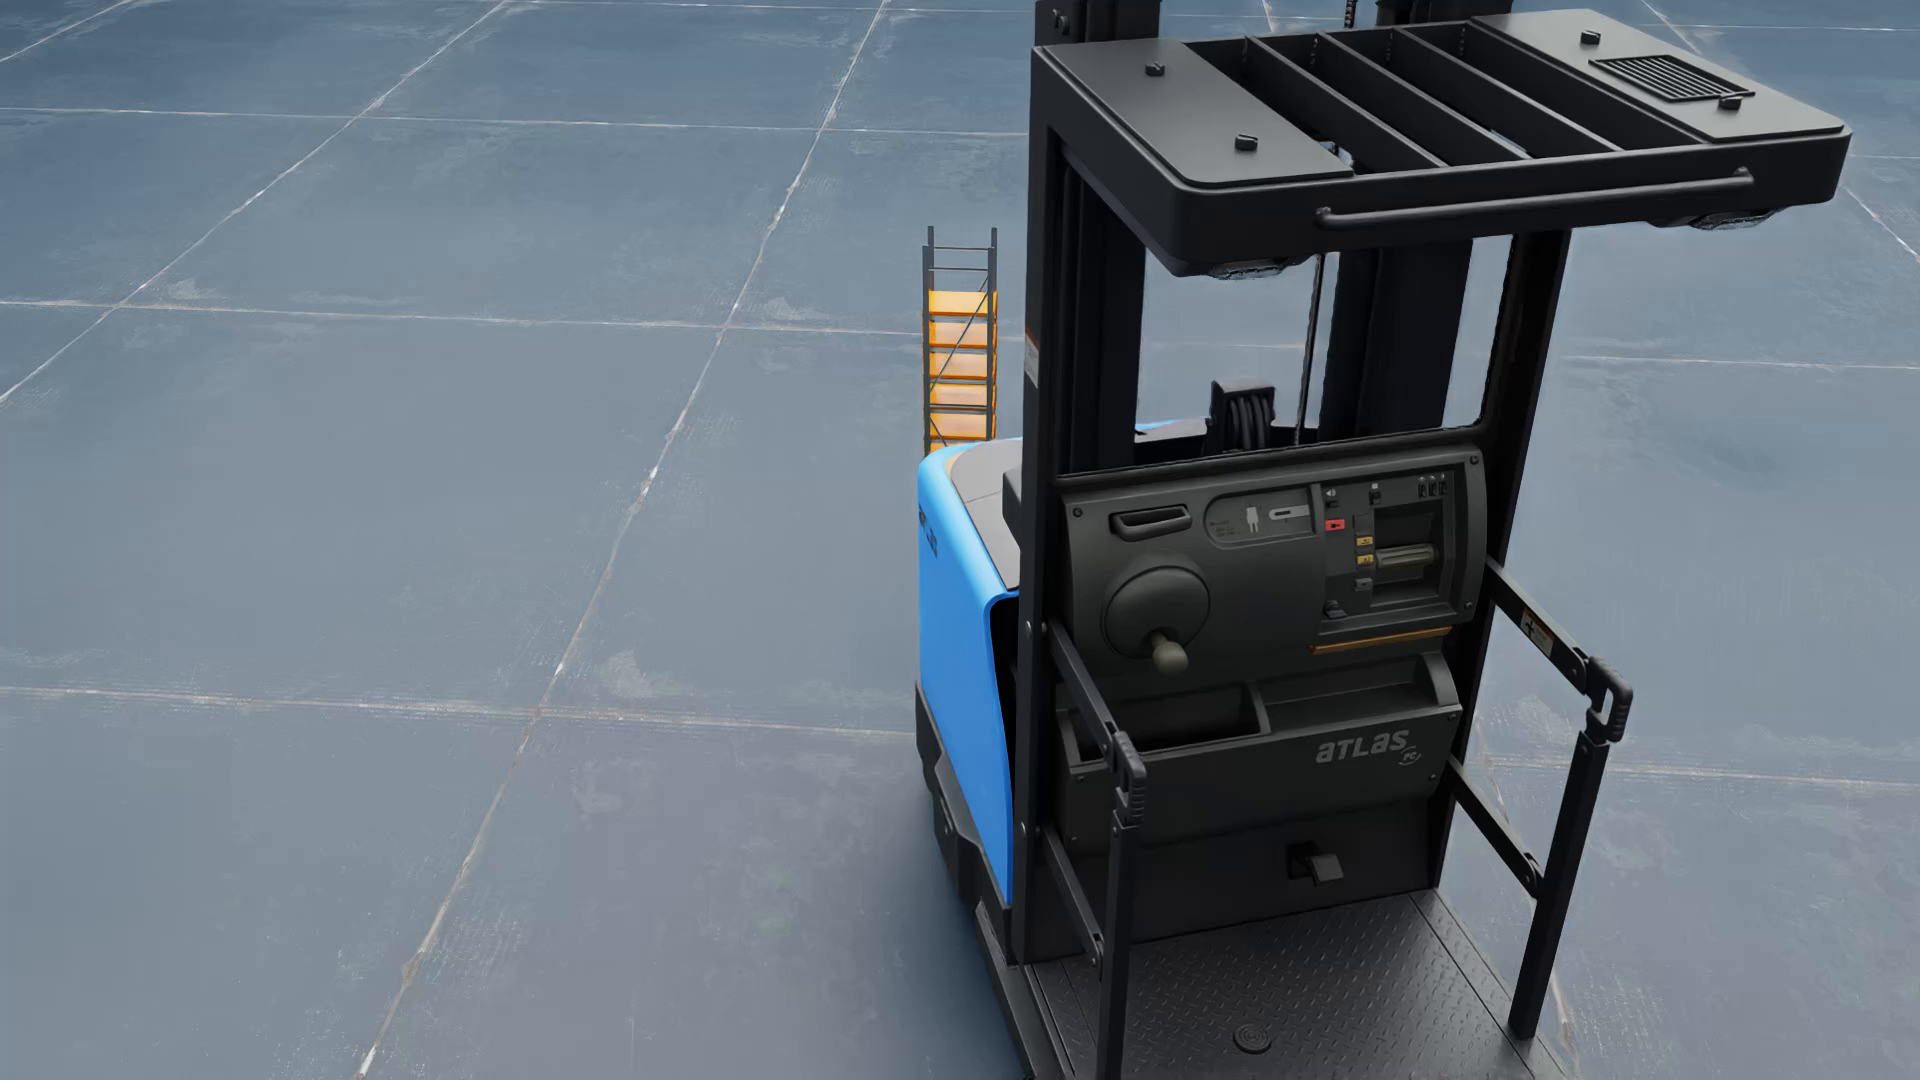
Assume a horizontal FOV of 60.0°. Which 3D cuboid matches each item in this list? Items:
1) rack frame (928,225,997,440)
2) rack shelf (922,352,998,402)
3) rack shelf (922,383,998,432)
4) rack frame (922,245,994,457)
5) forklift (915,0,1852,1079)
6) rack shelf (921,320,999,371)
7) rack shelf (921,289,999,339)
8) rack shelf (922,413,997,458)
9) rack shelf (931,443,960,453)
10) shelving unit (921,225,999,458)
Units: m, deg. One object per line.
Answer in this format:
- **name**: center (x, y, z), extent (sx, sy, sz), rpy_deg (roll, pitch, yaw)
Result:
- **rack frame**: center (0.009, -0.566, 6.025), extent (0.240, 1.200, 0.006), rpy_deg (2, 32, 4)
- **rack shelf**: center (0.001, -0.583, 5.908), extent (0.258, 0.103, 0.180), rpy_deg (2, 32, 4)
- **rack shelf**: center (0.001, -0.481, 5.971), extent (0.258, 0.103, 0.180), rpy_deg (2, 32, 4)
- **rack frame**: center (-0.006, -0.471, 5.870), extent (0.240, 1.200, 0.006), rpy_deg (2, 32, 4)
- **forklift**: center (0.724, 0.097, 3.298), extent (1.130, 2.935, 3.031), rpy_deg (-8, 32, -12)
- **rack shelf**: center (0.001, -0.685, 5.845), extent (0.258, 0.103, 0.180), rpy_deg (2, 32, 4)
- **rack shelf**: center (0.001, -0.787, 5.782), extent (0.258, 0.103, 0.180), rpy_deg (2, 32, 4)
- **rack shelf**: center (0.001, -0.378, 6.034), extent (0.258, 0.103, 0.180), rpy_deg (2, 32, 4)
- **rack shelf**: center (0.001, -0.276, 6.097), extent (0.258, 0.103, 0.180), rpy_deg (2, 32, 4)
- **shelving unit**: center (0.001, -0.518, 5.947), extent (0.258, 1.200, 0.189), rpy_deg (2, 32, 4)
